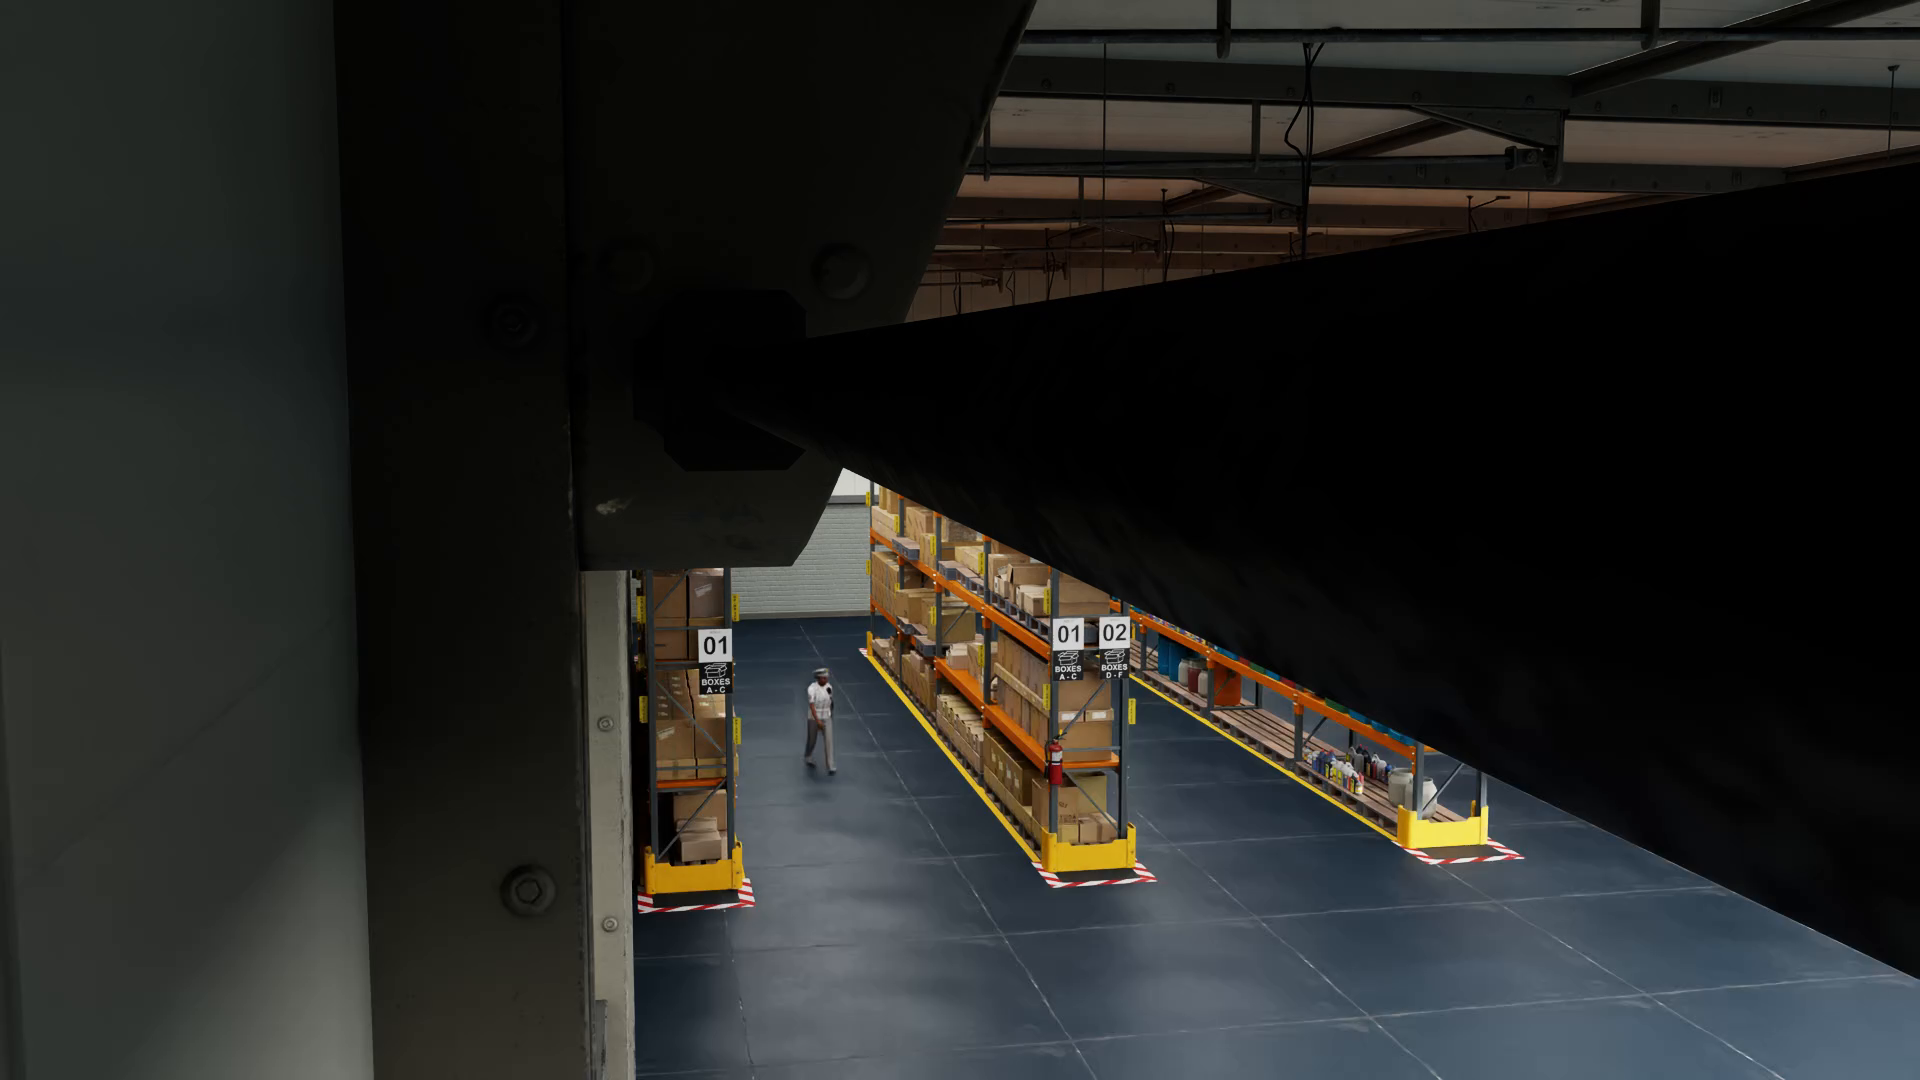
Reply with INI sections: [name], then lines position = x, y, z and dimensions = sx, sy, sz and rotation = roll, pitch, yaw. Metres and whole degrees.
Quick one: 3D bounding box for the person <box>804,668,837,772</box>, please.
[person]
position = -2.173, 2.799, 26.157
dimensions = 0.438, 1.581, 1.068
rotation = -3, 7, -25
